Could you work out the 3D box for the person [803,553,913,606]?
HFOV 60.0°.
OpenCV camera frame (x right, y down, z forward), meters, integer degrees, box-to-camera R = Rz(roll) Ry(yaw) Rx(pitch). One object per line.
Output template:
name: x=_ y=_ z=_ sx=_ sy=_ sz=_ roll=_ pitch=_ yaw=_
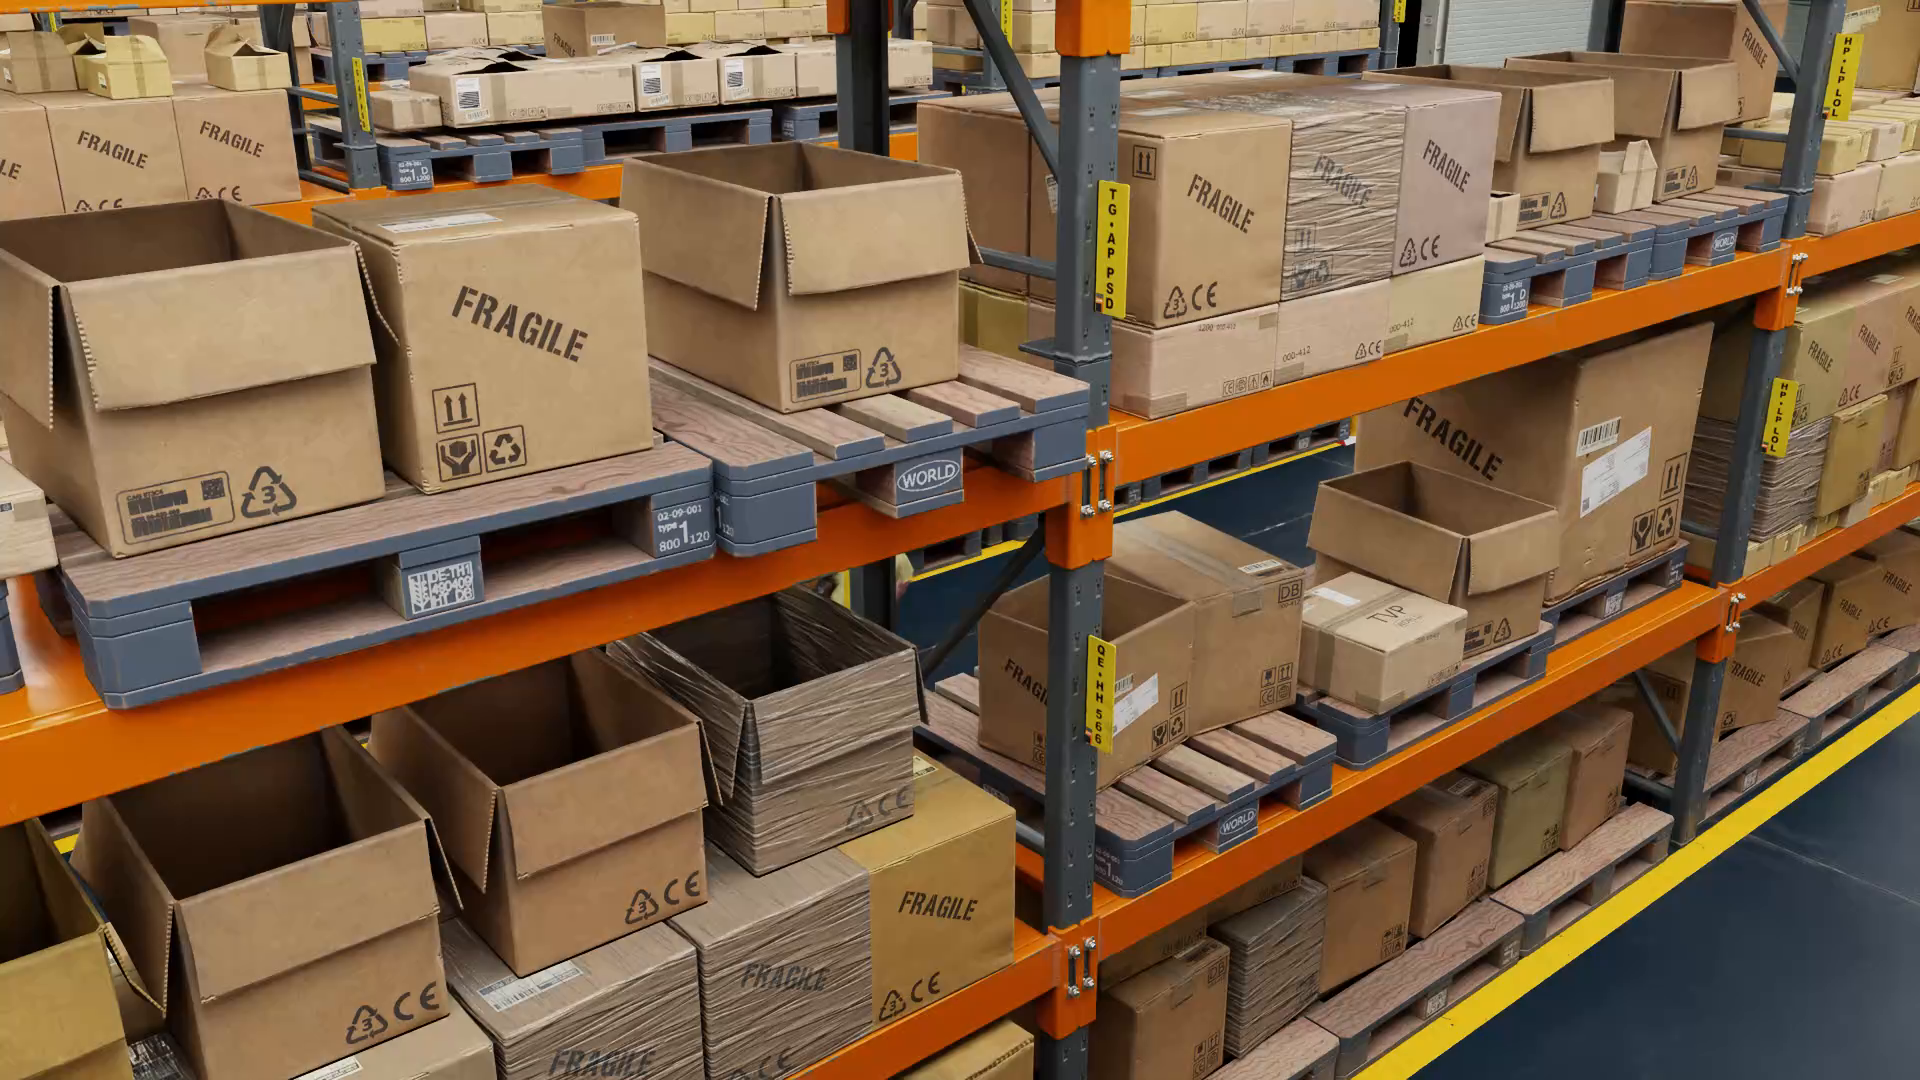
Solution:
person: x=-0.639 y=0.392 z=9.082 sx=0.859 sy=0.945 sz=0.476 roll=-19 pitch=28 yaw=-40
